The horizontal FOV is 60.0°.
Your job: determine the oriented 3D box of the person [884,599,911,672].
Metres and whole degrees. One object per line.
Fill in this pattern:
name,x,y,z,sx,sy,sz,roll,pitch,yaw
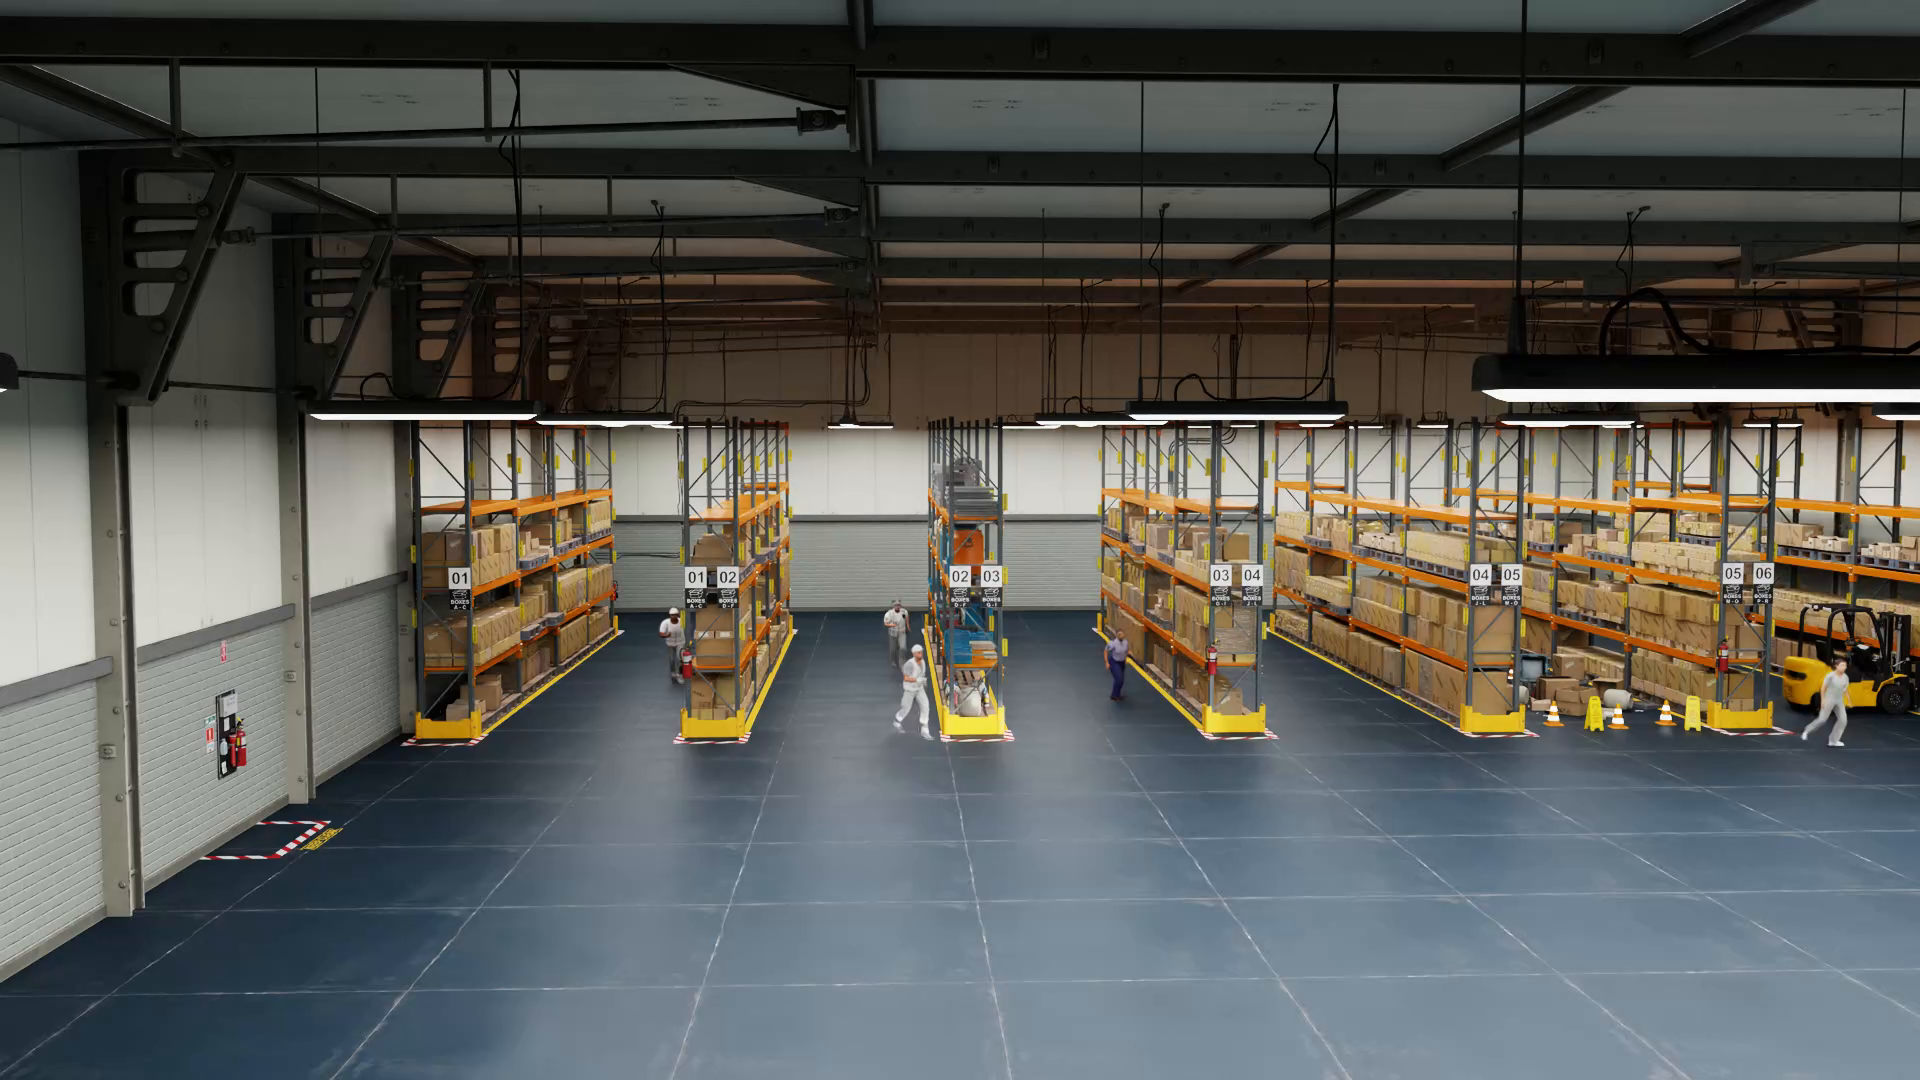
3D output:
person,-1.499,2.267,39.841,0.670,1.759,0.998,0,4,-7

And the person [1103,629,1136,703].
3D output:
person,3.407,2.672,35.300,0.644,1.621,0.769,-4,5,-44

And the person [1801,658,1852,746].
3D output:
person,15.833,2.937,30.352,0.690,1.605,0.660,-1,4,-9

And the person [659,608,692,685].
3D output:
person,-6.484,2.387,37.913,0.714,1.734,0.984,-1,4,-8

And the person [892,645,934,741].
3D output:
person,-0.875,2.815,30.991,0.701,1.777,1.007,-4,5,-44
